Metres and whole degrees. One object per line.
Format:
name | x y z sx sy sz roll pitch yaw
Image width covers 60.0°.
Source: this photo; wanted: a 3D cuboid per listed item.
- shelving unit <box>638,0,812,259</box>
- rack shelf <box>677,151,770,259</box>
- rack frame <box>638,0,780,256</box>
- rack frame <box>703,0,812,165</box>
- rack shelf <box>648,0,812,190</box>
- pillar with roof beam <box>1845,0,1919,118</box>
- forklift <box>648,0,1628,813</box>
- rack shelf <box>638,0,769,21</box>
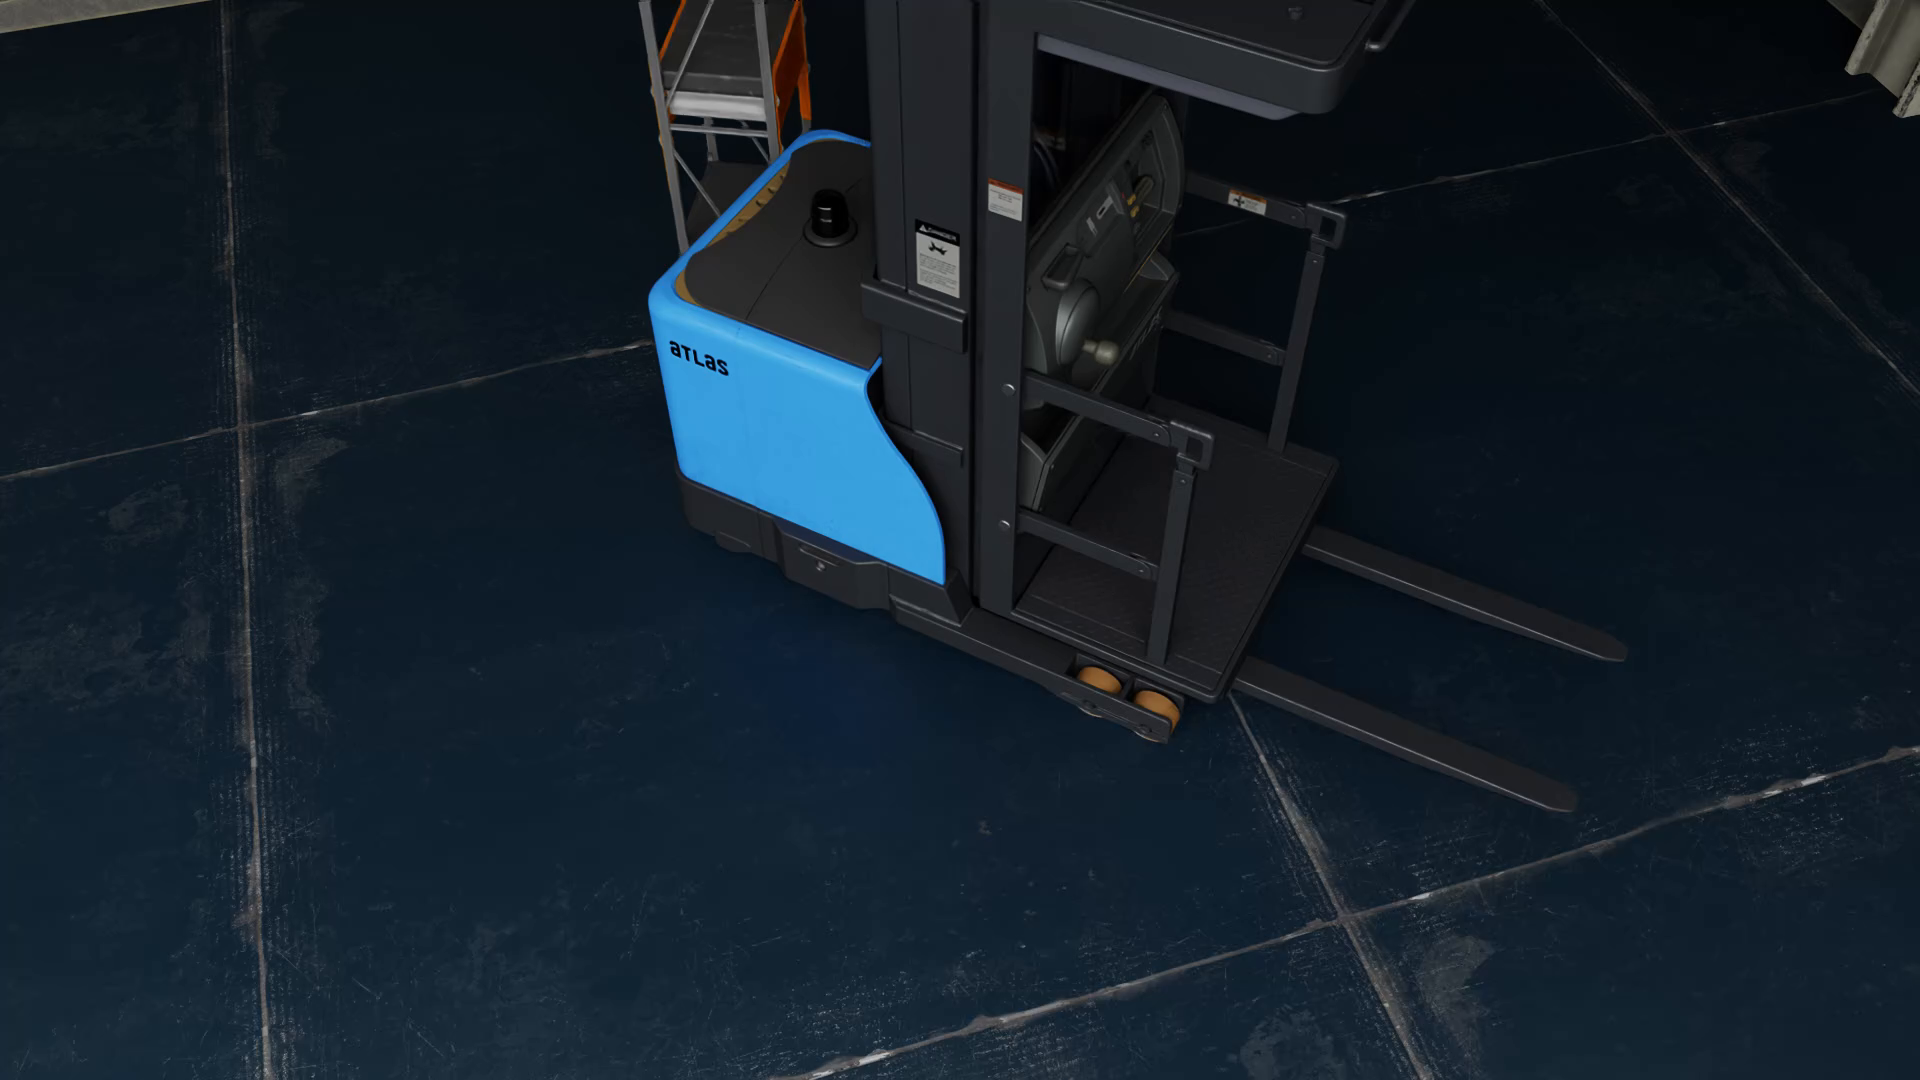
shelving unit | -0.769 -1.541 5.675 0.431 2.100 0.503 6 50 5
rack shelf | -0.769 -1.081 6.221 0.431 0.518 0.480 6 50 5
rack frame | -0.800 -1.355 5.519 0.400 2.100 0.015 6 50 5
rack frame | -0.738 -1.726 5.831 0.400 2.100 0.015 6 50 5
rack shelf | -0.769 -1.532 5.686 0.431 0.518 0.480 6 50 5
pillar with roof beam | 0.109 -3.962 3.205 9.100 9.000 0.400 -13 51 -11
forklift | 0.588 -0.783 4.493 3.031 2.935 1.130 22 53 18
rack shelf | -0.769 -1.983 5.151 0.431 0.518 0.480 6 50 5
